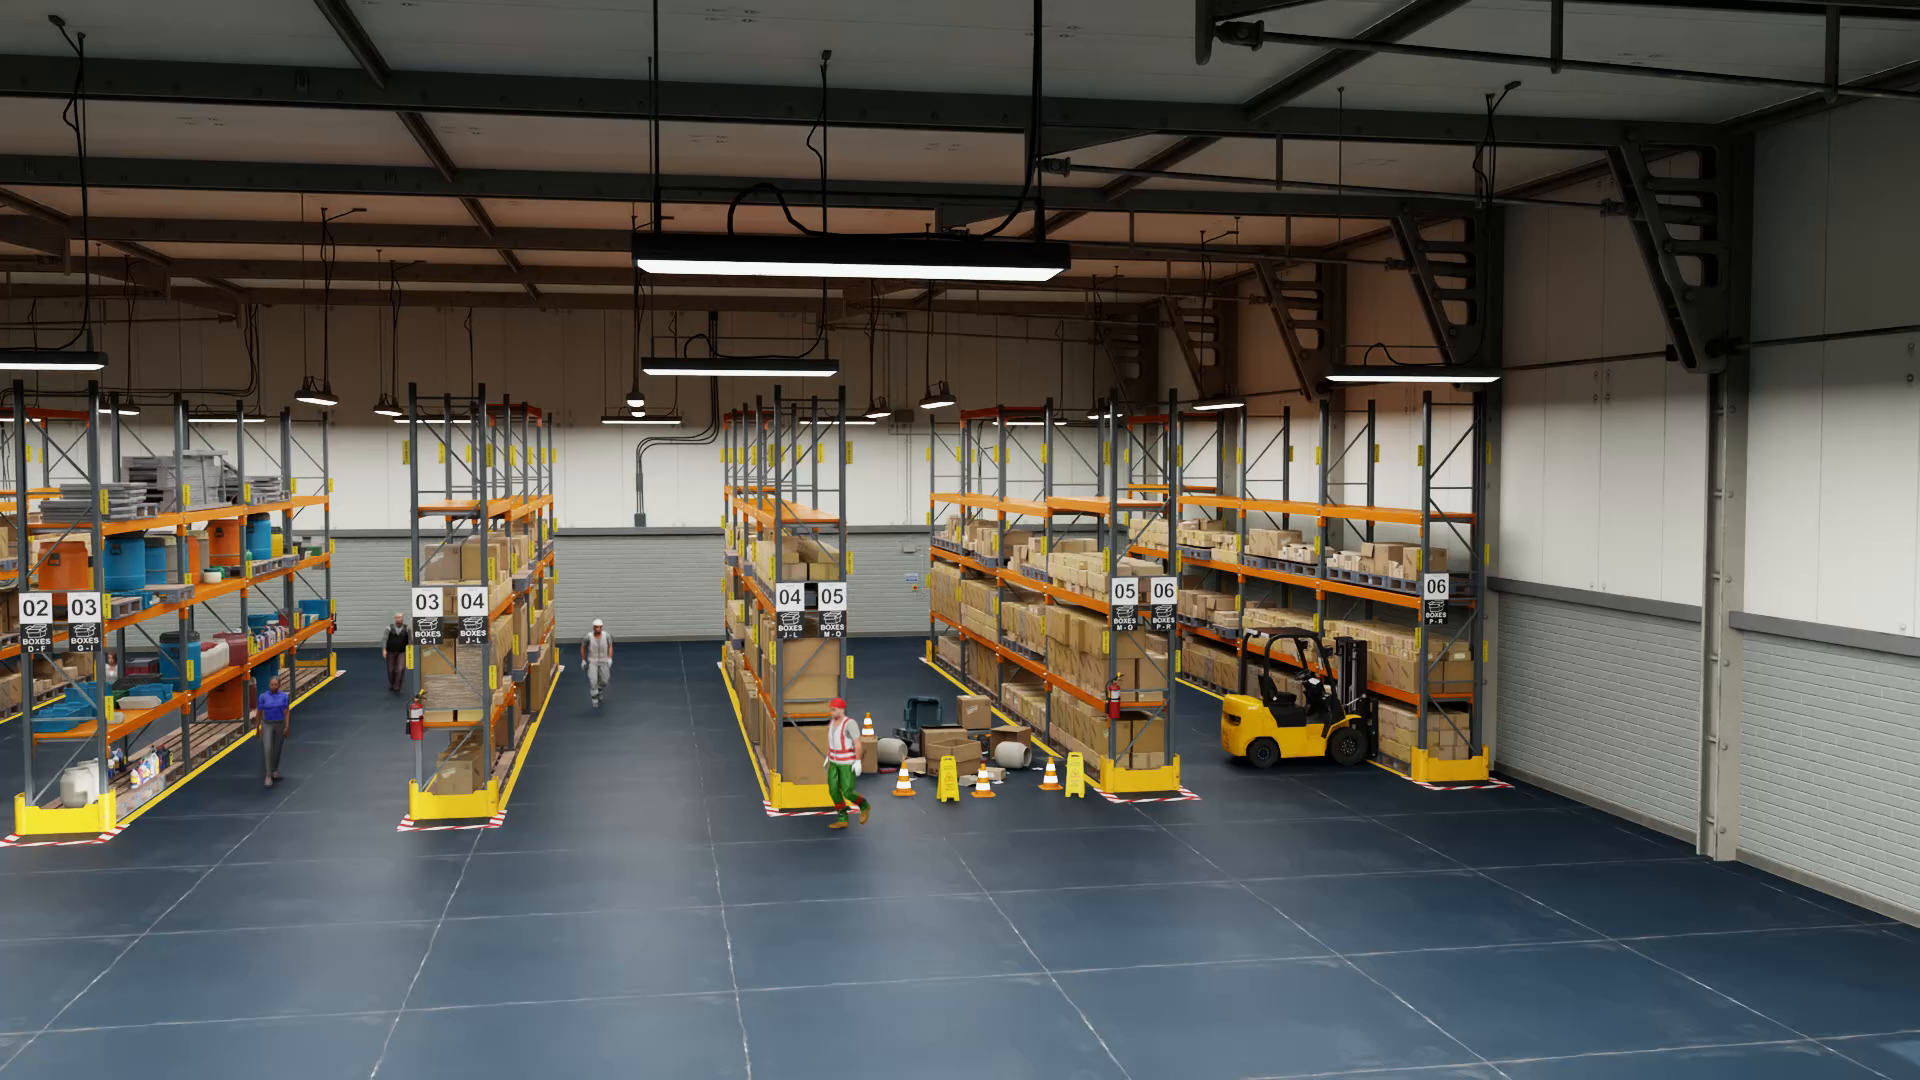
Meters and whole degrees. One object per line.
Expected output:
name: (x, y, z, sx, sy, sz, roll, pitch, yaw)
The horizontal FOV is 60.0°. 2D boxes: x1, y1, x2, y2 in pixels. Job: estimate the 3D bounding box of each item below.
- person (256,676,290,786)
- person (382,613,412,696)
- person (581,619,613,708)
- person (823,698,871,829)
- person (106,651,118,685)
person: (-10.511, 2.889, 25.452, 0.483, 1.600, 0.902, -2, 4, -36)
person: (-11.844, 2.398, 35.018, 0.613, 1.727, 0.737, -1, 3, -23)
person: (-7.272, 2.444, 33.235, 0.622, 1.764, 0.703, -1, 3, -23)
person: (-1.507, 2.988, 22.380, 0.682, 1.758, 0.606, 3, 4, 44)
person: (-14.871, 2.727, 29.176, 0.434, 1.546, 0.967, -1, 3, -23)
